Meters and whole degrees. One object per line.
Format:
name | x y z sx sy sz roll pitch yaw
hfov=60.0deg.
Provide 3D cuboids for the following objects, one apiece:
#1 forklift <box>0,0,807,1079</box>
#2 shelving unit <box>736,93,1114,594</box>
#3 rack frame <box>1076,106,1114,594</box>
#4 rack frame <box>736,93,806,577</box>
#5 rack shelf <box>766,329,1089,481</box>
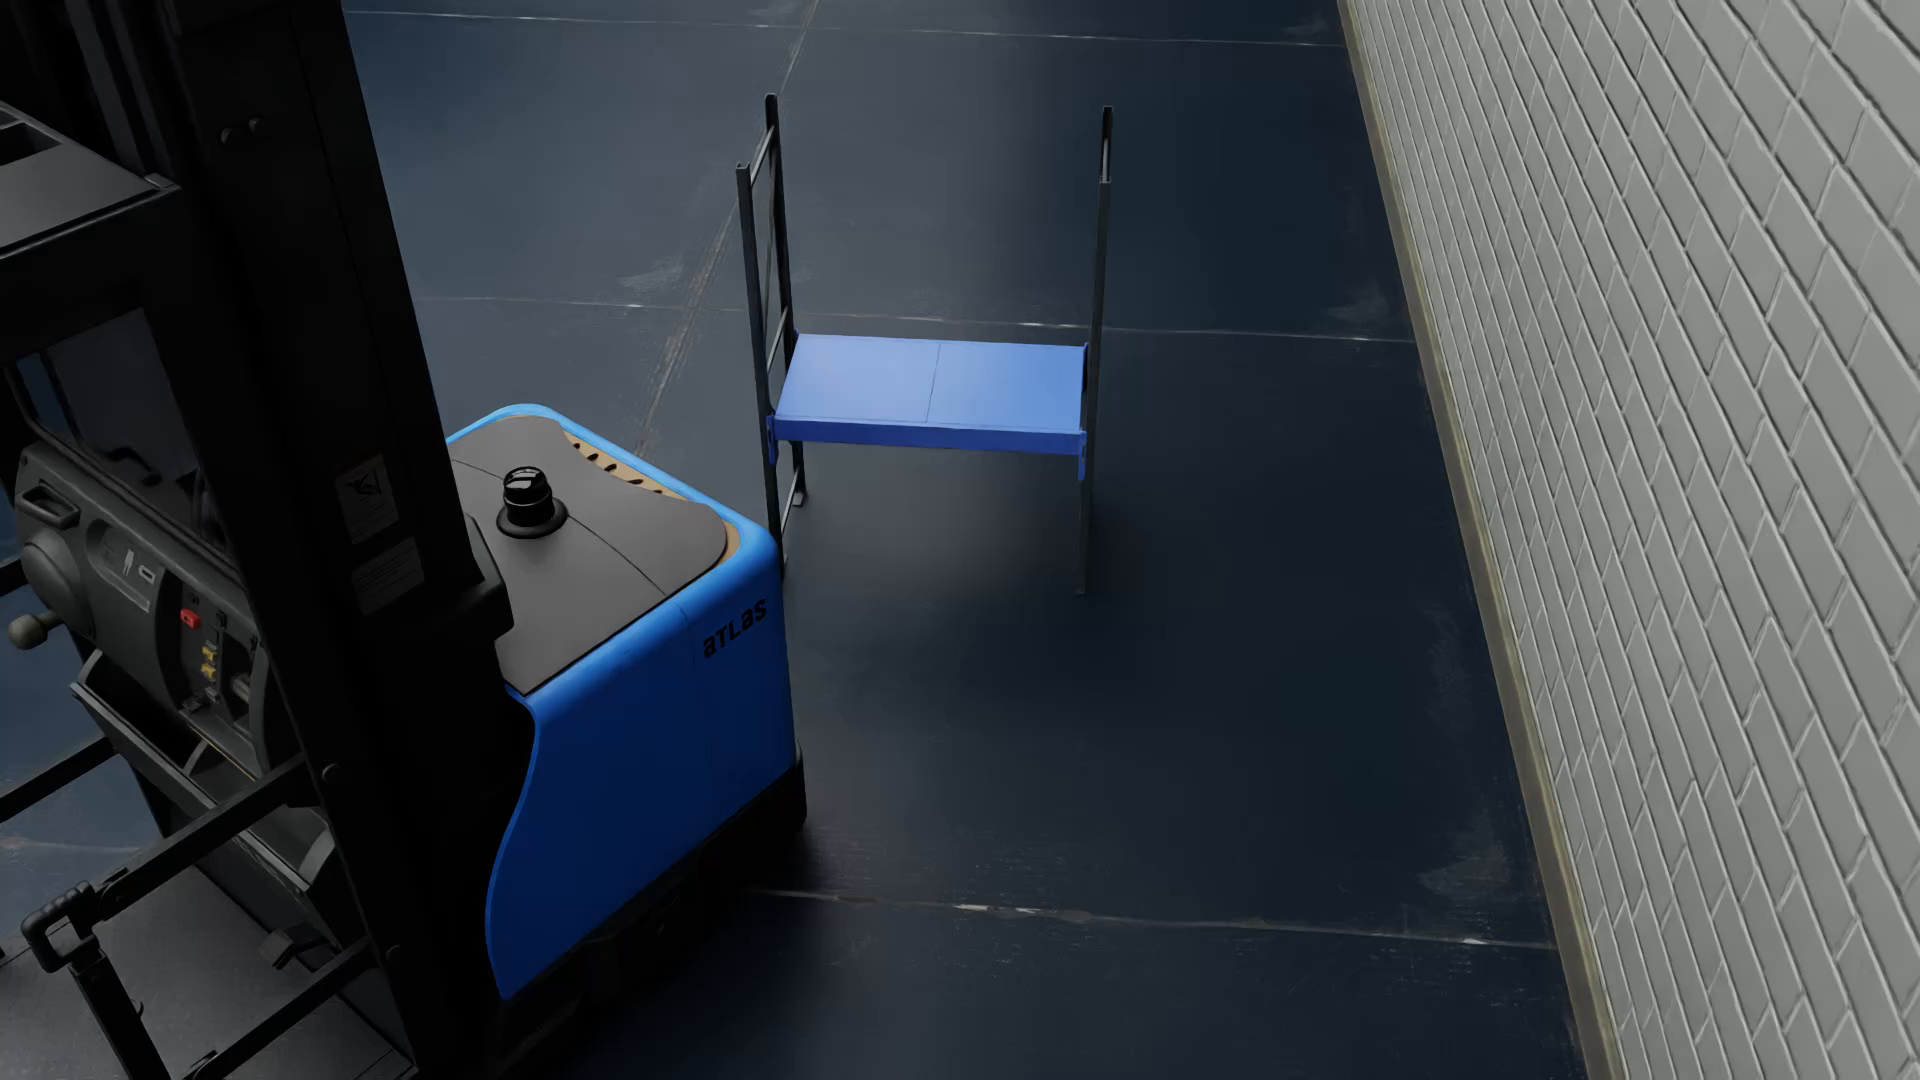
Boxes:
forklift | -1.755 0.209 3.171 1.130 2.935 3.031 27 47 30
shelving unit | -0.085 -0.586 5.282 1.048 1.500 0.538 3 39 4
rack frame | 0.421 -0.559 5.248 0.032 1.500 0.500 3 39 4
rack frame | -0.591 -0.614 5.316 0.032 1.500 0.500 3 39 4
rack shelf | -0.085 -0.447 5.396 1.000 0.185 0.538 3 39 4
